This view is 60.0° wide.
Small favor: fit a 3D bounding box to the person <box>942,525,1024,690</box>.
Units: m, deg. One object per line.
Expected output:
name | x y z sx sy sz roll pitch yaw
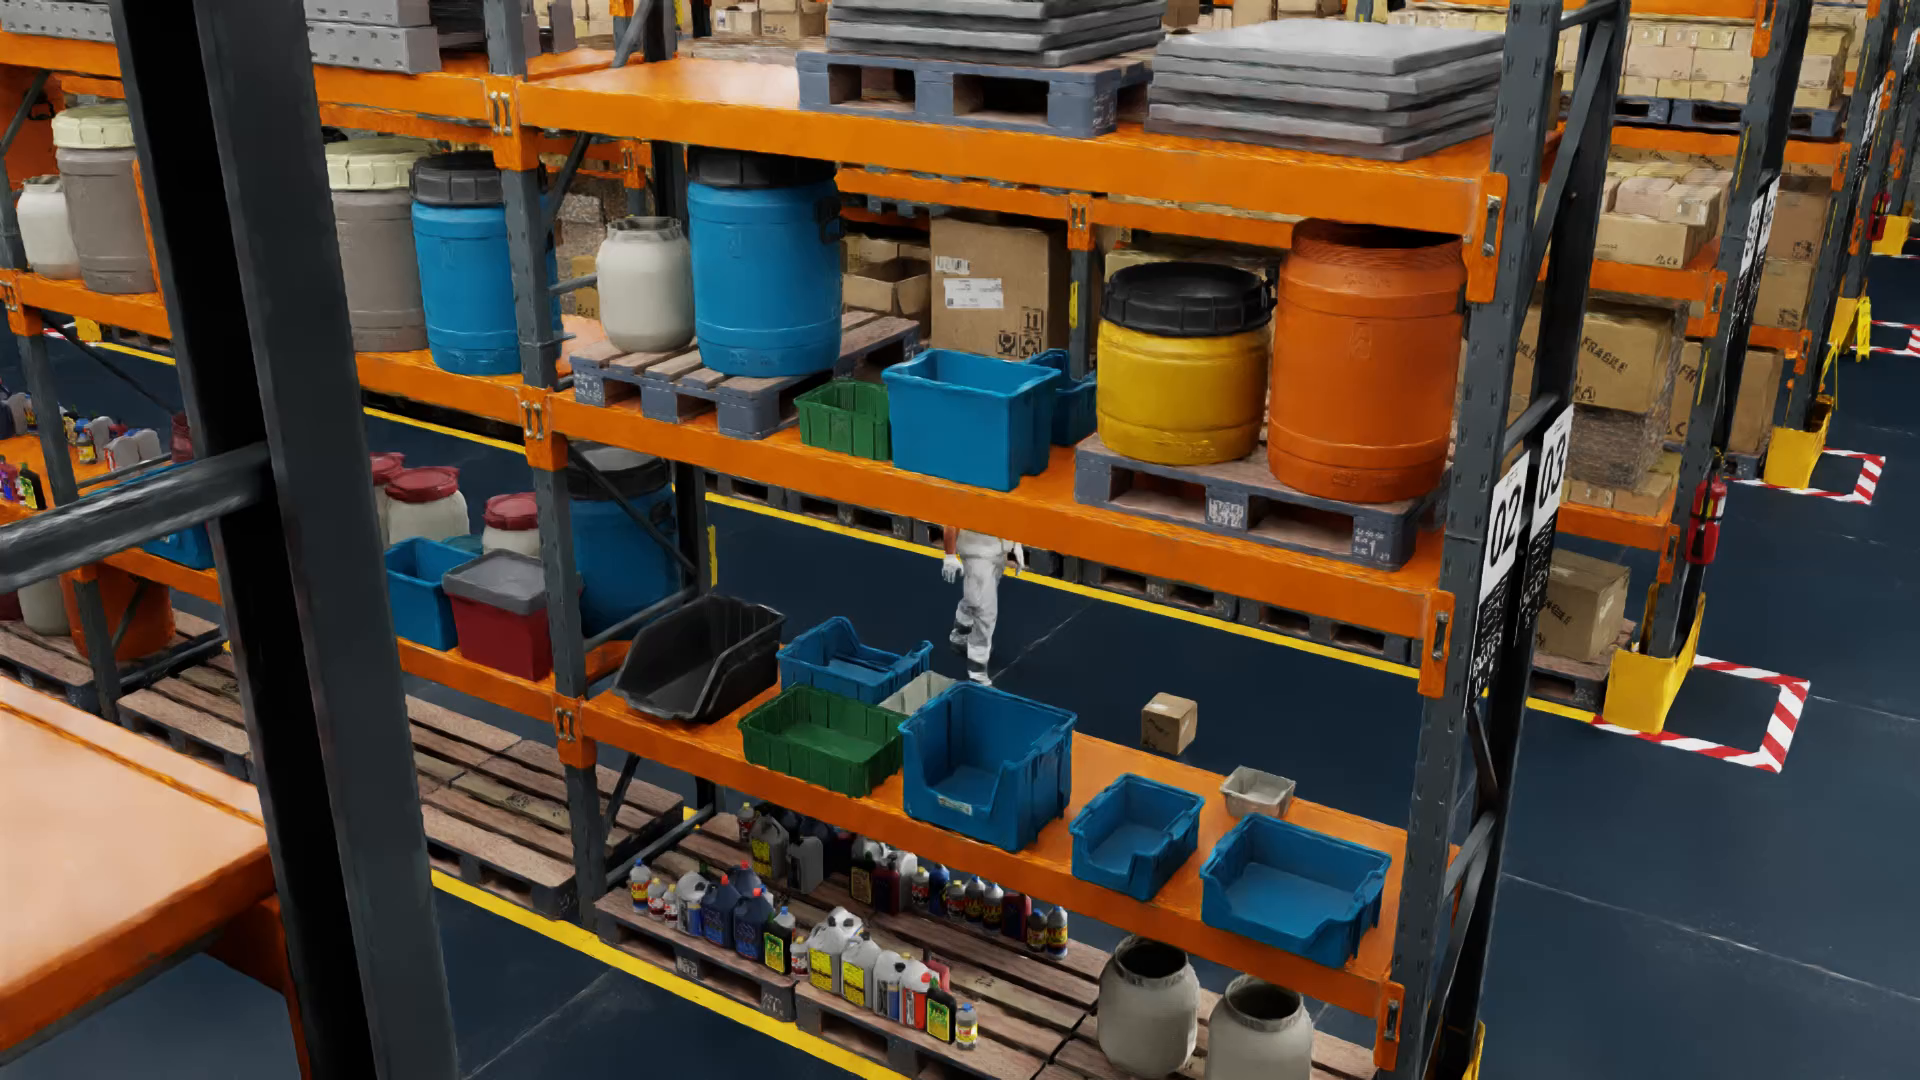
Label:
person | 0.143 0.075 10.415 0.805 1.755 0.611 19 29 37
